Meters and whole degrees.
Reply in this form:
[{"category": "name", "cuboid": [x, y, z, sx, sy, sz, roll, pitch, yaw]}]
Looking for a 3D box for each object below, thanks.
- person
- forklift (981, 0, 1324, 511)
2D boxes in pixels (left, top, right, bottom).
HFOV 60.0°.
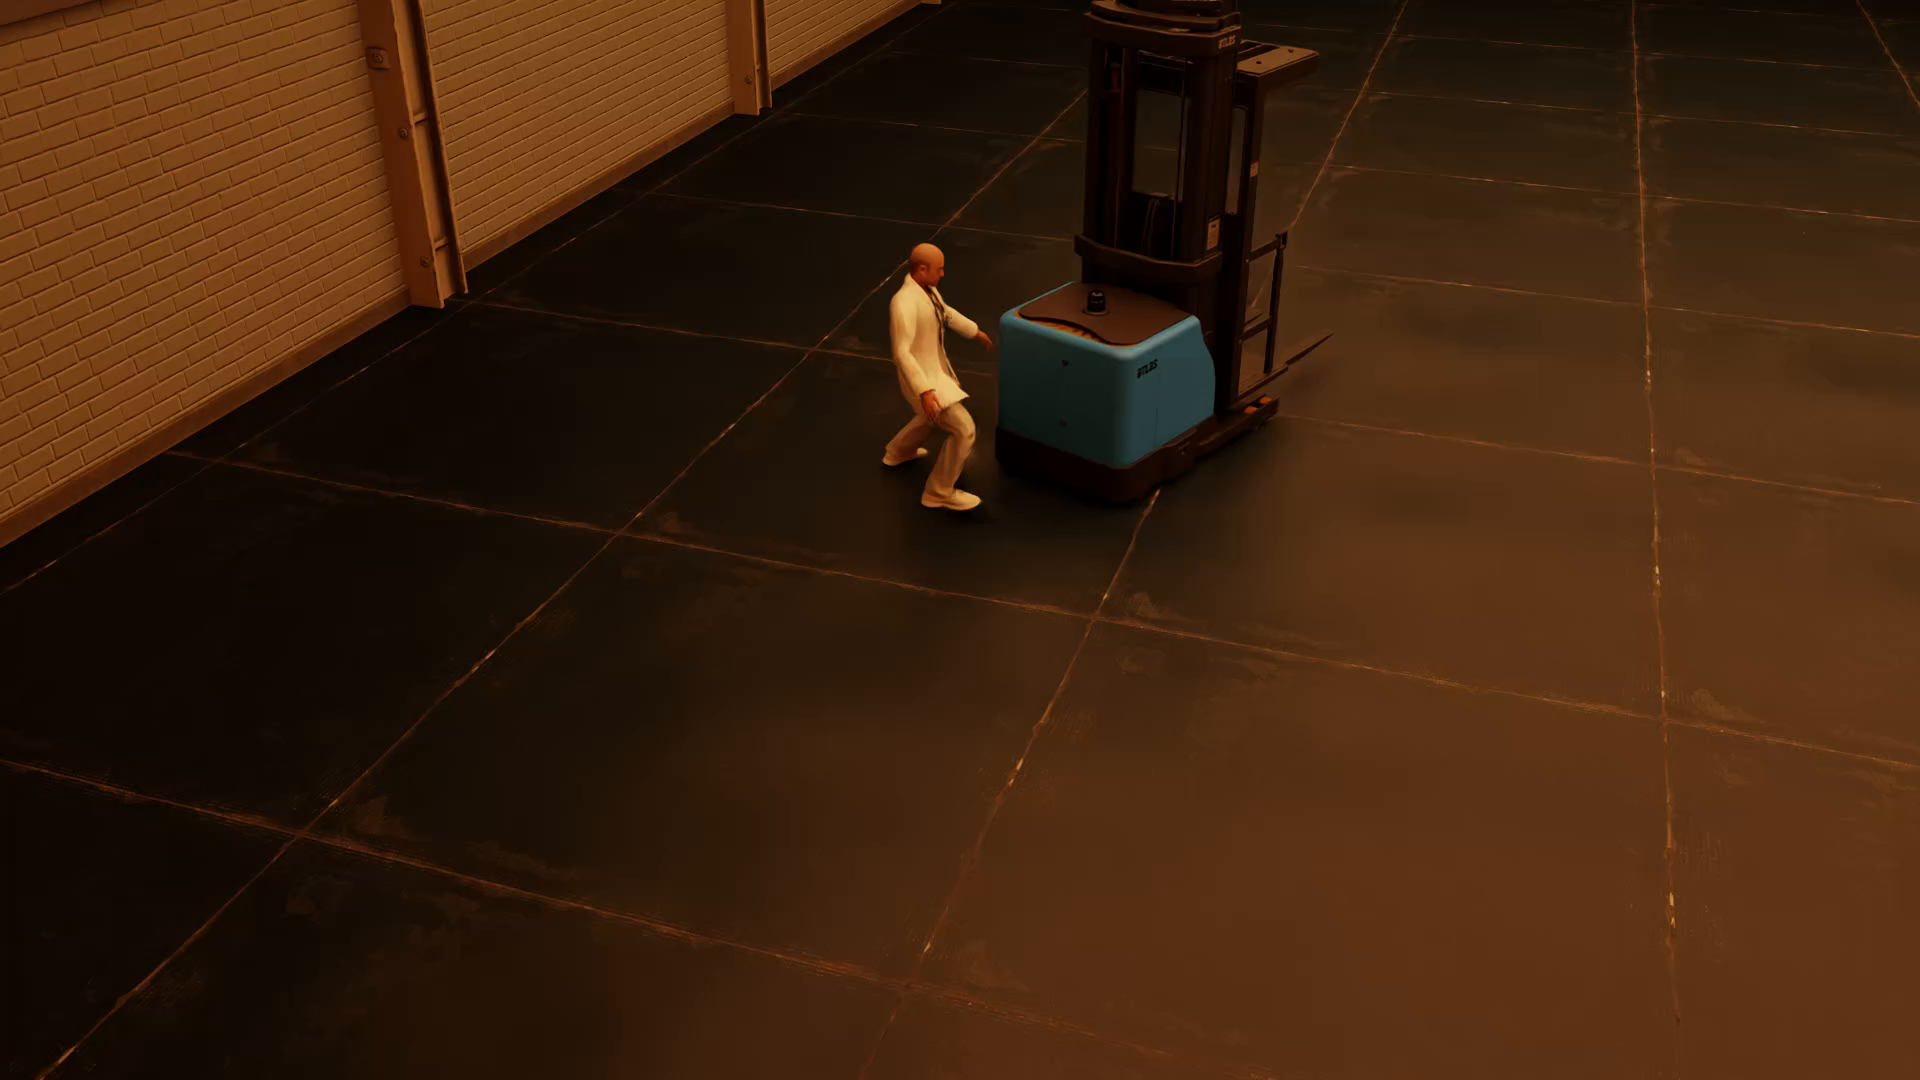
[{"category": "person", "cuboid": [-0.374, -1.099, 10.337, 0.578, 1.687, 0.939, 13, 32, 21]}, {"category": "forklift", "cuboid": [1.463, -2.107, 10.833, 1.130, 2.935, 3.031, 22, 37, 34]}]
